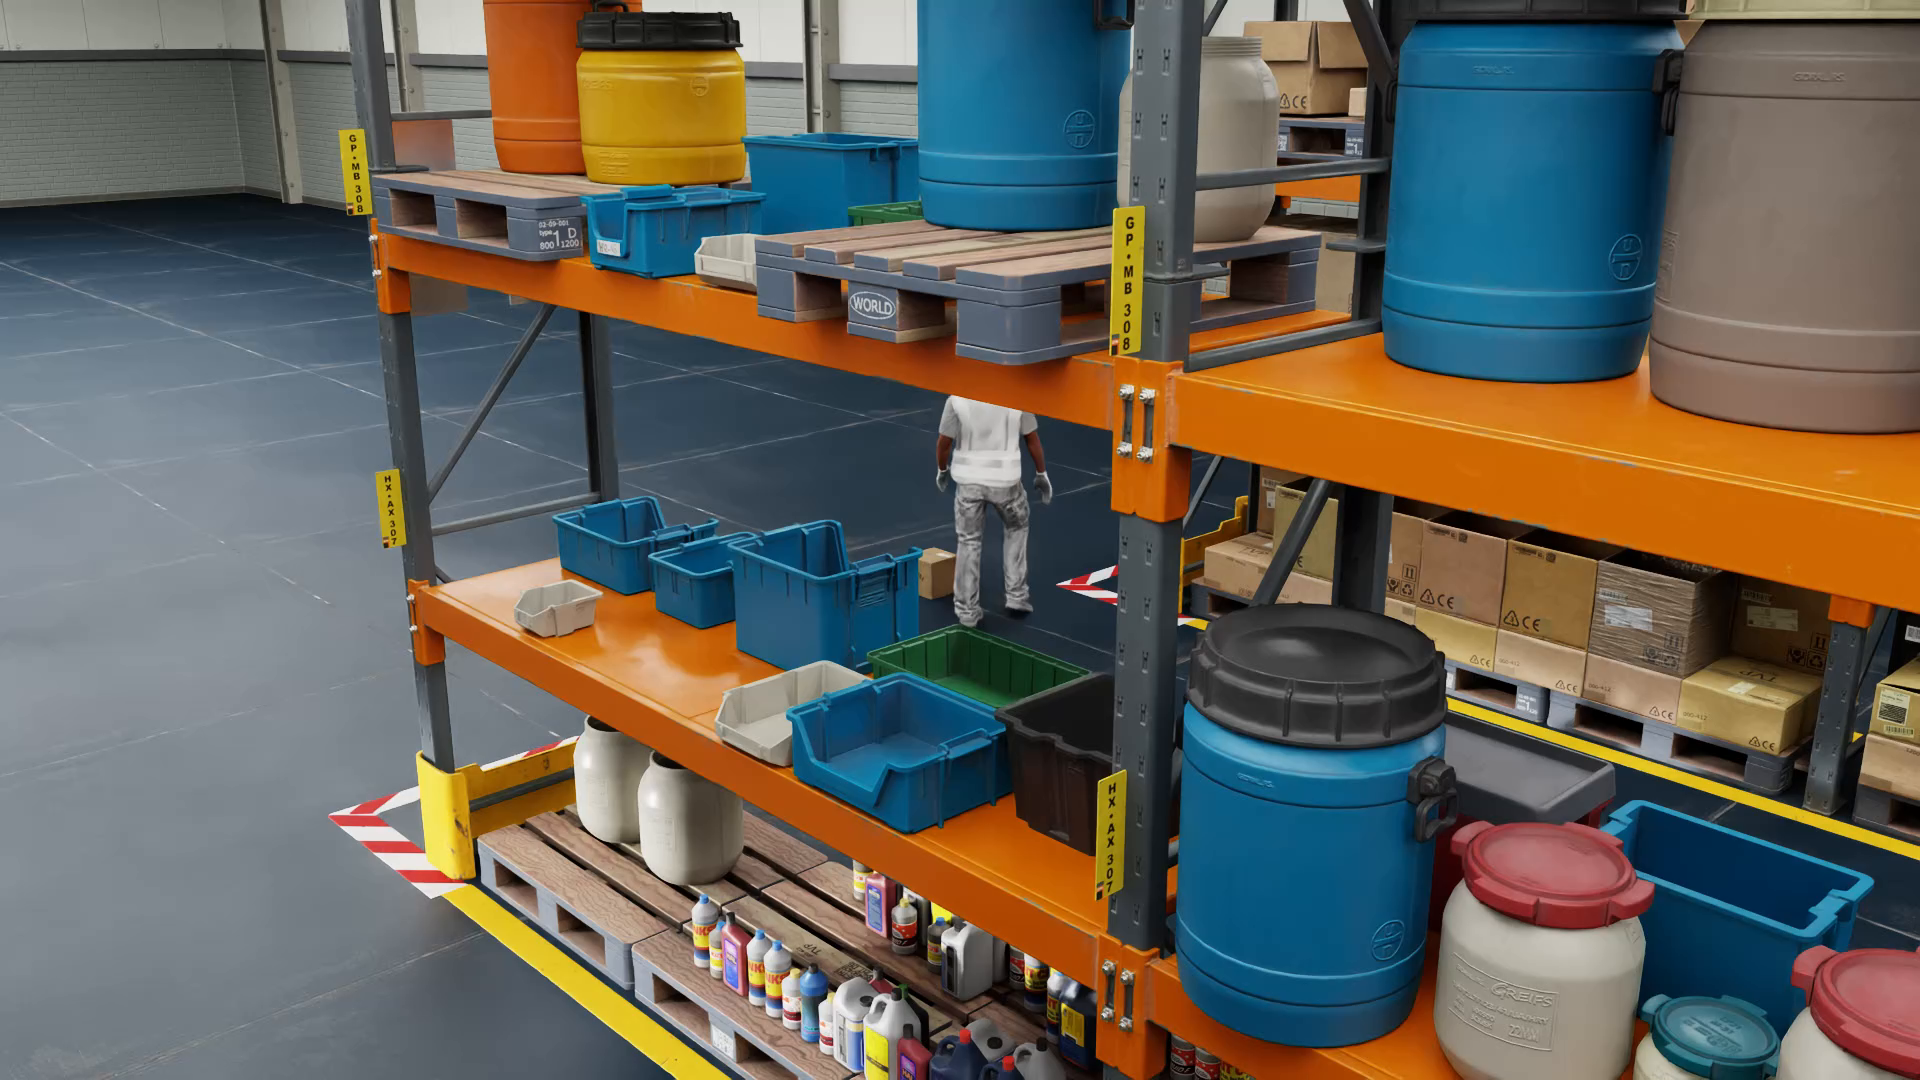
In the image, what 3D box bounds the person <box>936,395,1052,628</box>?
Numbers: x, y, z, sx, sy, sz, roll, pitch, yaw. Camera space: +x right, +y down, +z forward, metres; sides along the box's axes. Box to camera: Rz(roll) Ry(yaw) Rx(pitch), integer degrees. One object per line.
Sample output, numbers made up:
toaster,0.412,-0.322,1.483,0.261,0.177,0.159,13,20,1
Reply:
person,0.206,-0.349,10.167,0.717,1.820,0.549,1,17,4
